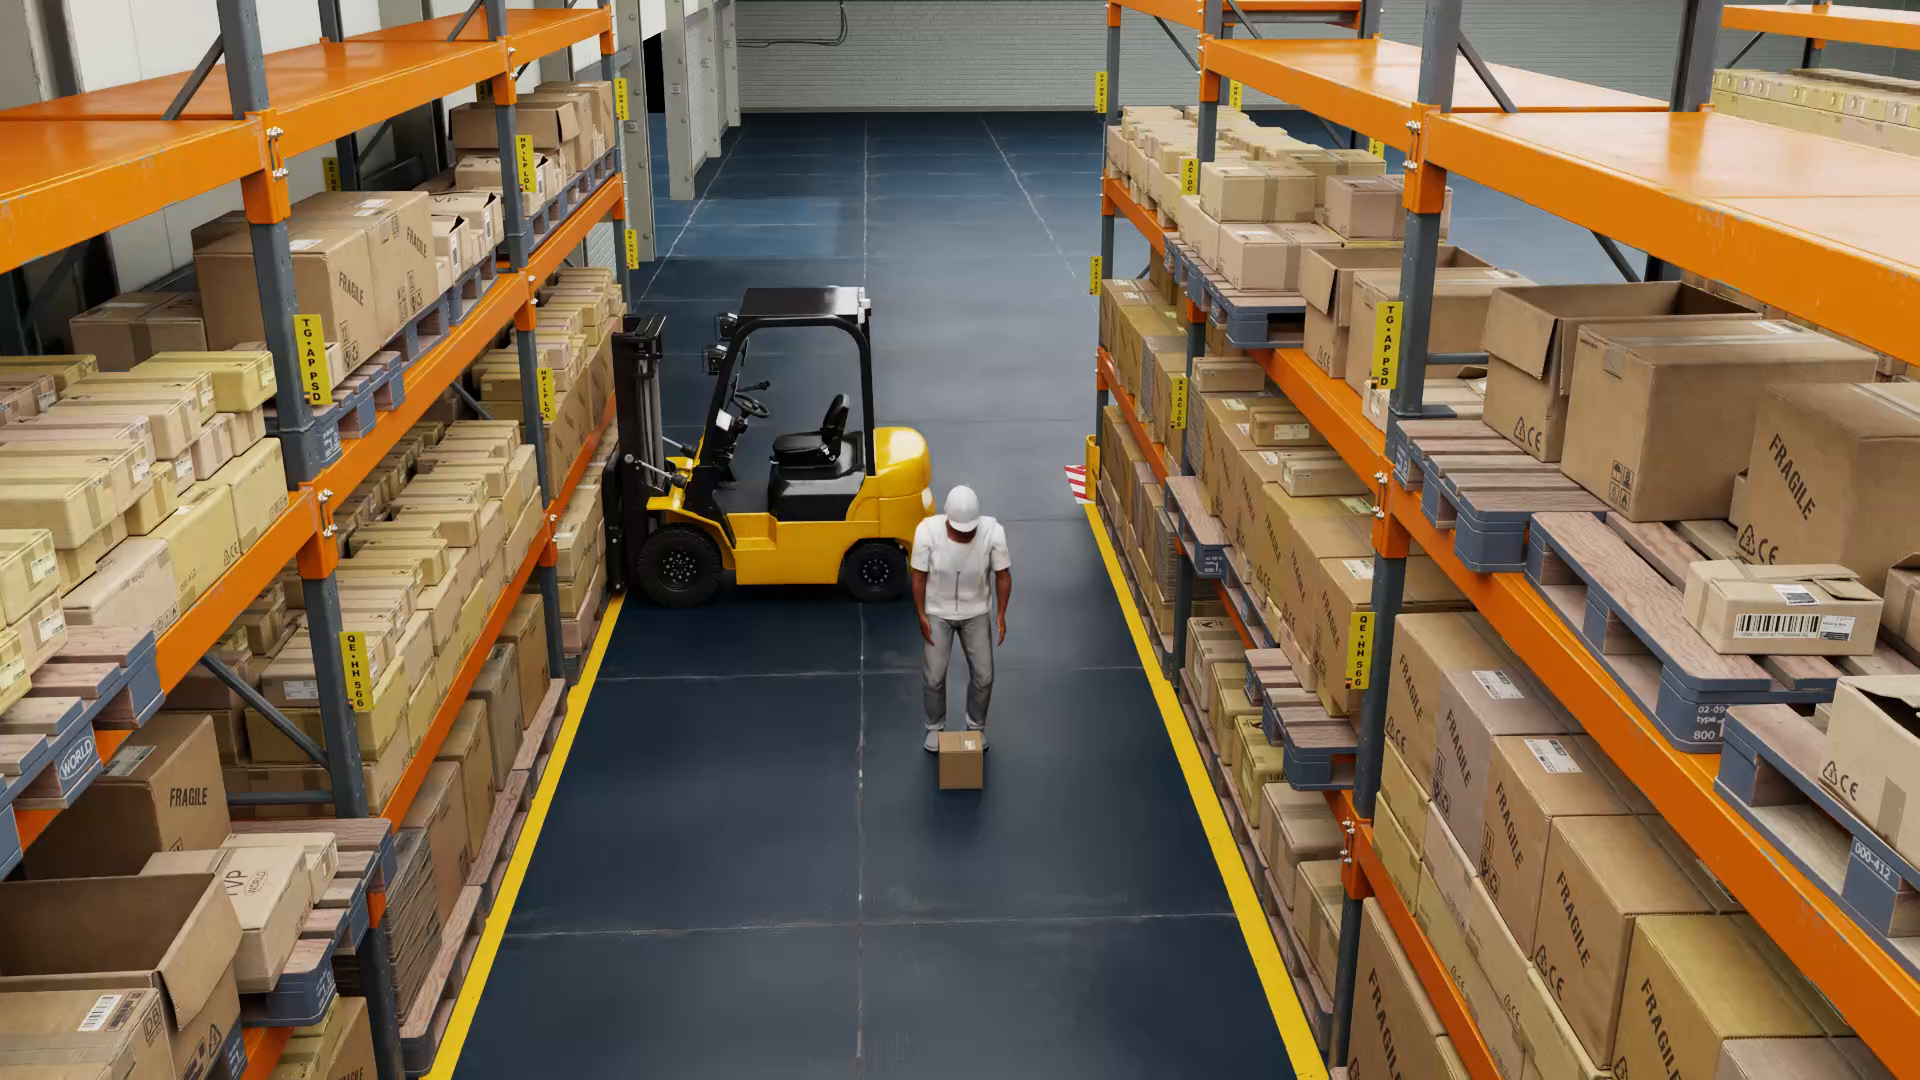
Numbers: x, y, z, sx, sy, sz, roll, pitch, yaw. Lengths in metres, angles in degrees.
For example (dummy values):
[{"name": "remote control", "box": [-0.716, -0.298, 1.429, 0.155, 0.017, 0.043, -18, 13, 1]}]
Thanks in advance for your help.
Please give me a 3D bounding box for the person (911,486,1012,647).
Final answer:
[{"name": "person", "box": [0.009, 0.126, 9.800, 0.594, 0.998, 0.491, -1, 20, -2]}]
